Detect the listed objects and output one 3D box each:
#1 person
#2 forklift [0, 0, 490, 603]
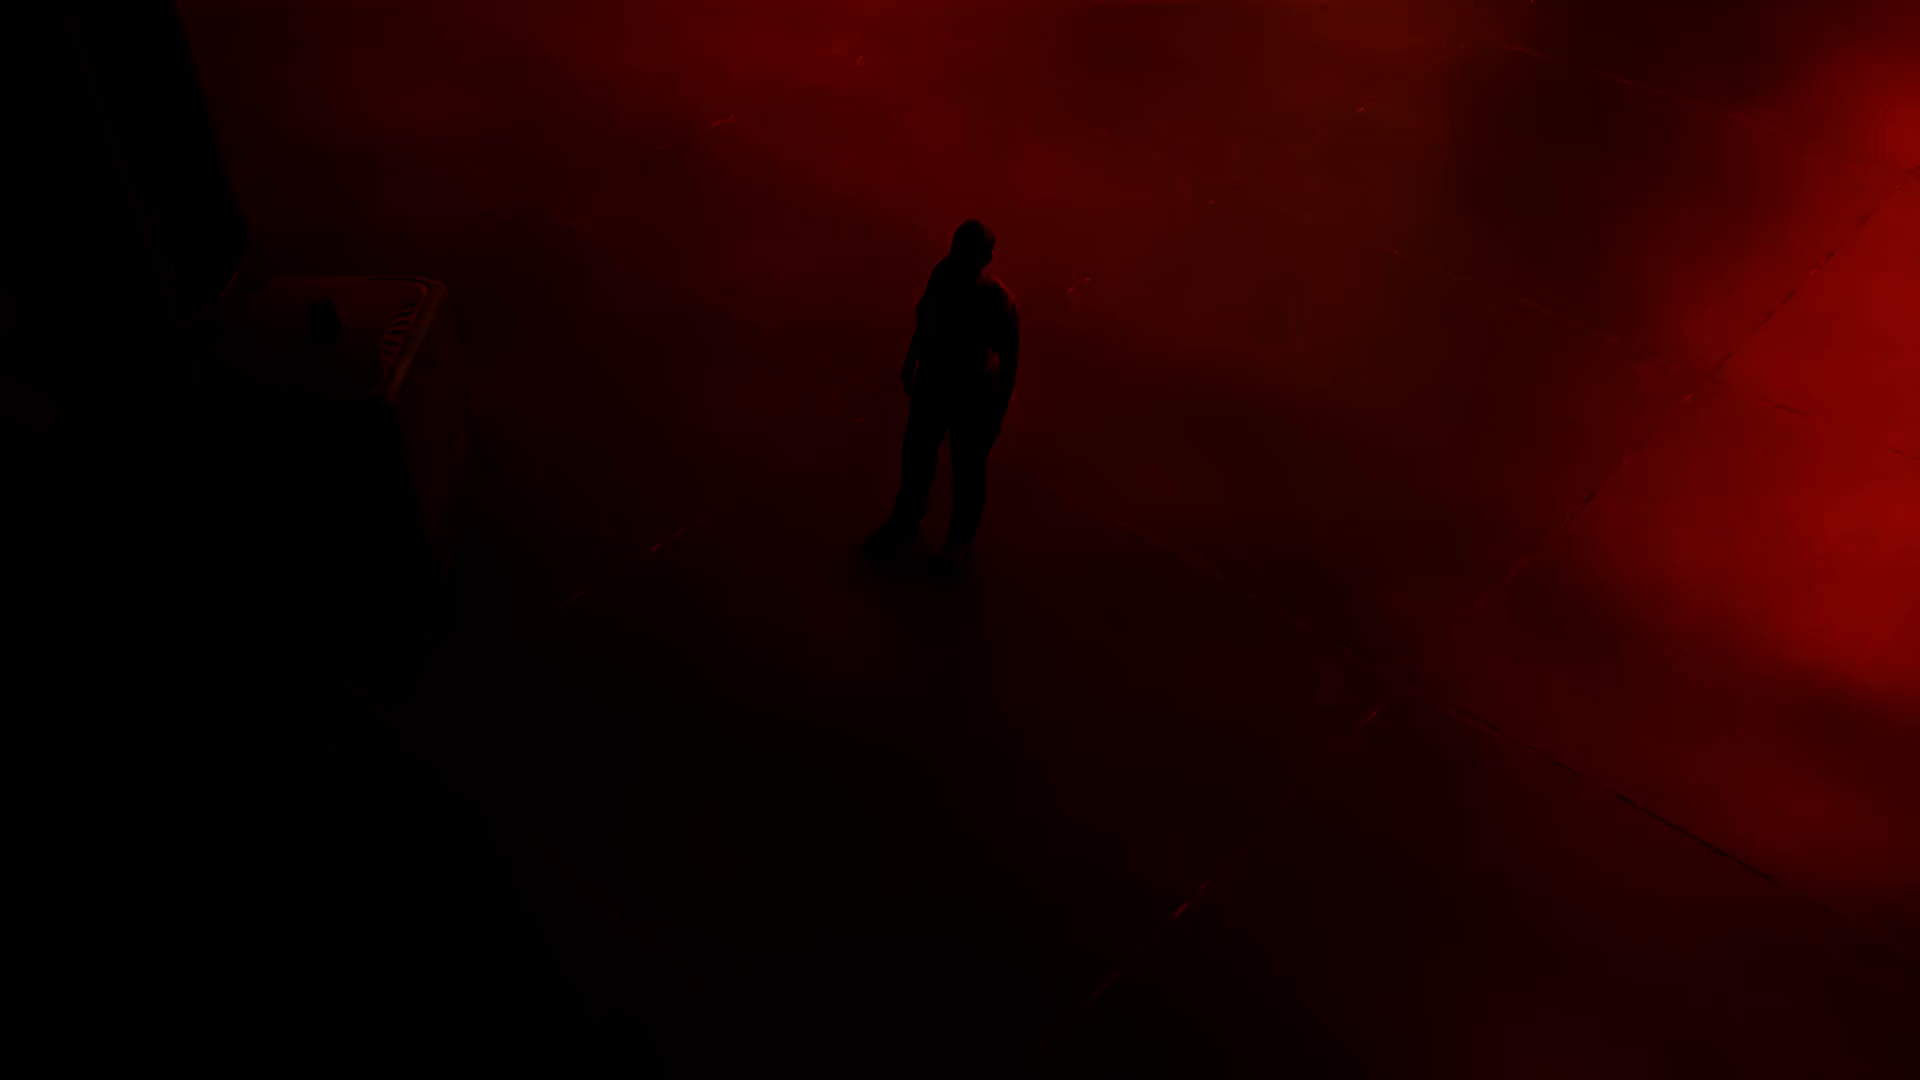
[{"bbox_3d":[-0.078,-0.591,7.105,0.598,1.633,0.501,31,49,31],"label":"person"},{"bbox_3d":[-3.785,-1.177,6.800,3.031,2.935,1.130,1,41,1],"label":"forklift"}]
